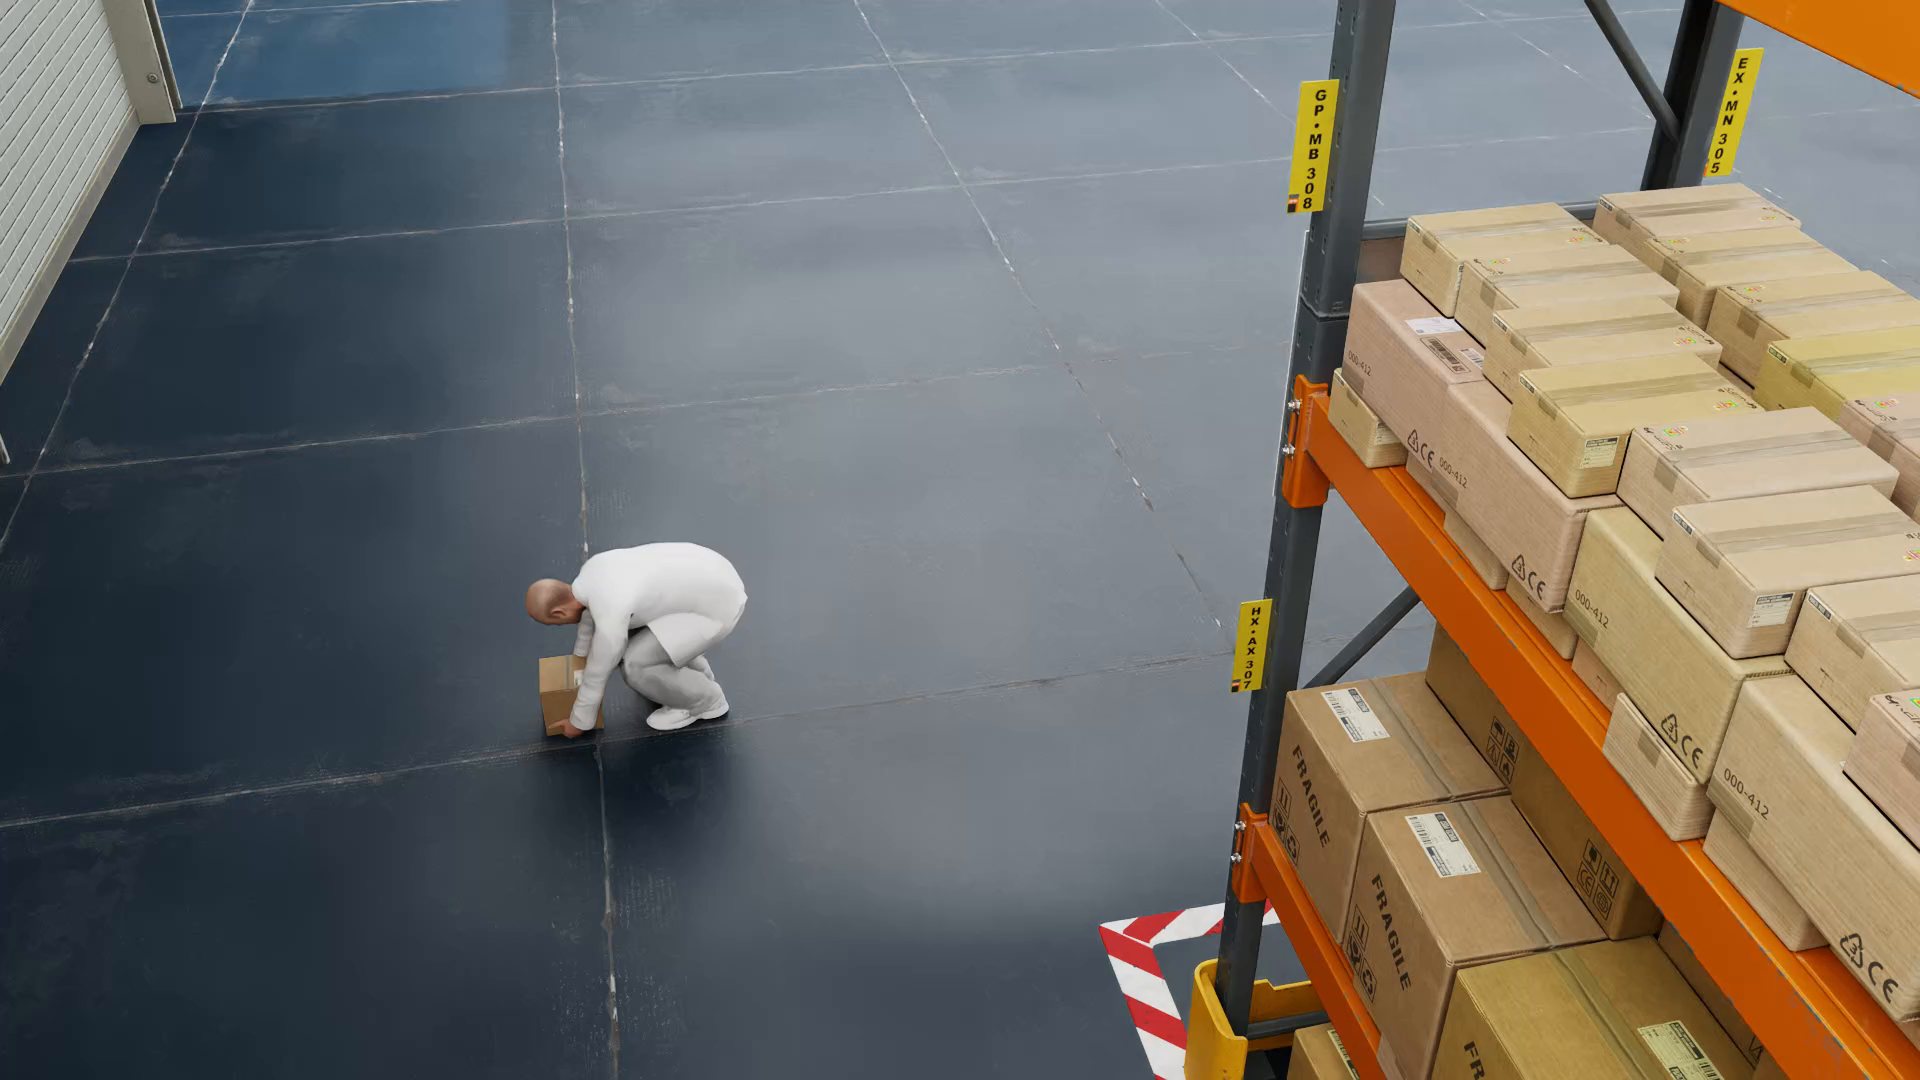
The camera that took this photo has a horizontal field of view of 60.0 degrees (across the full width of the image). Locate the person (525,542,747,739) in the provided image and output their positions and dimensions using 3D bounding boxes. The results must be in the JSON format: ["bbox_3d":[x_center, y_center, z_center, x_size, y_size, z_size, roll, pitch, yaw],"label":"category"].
[{"bbox_3d":[-1.412,0.432,7.405,0.947,0.822,0.577,-8,35,-12],"label":"person"}]
